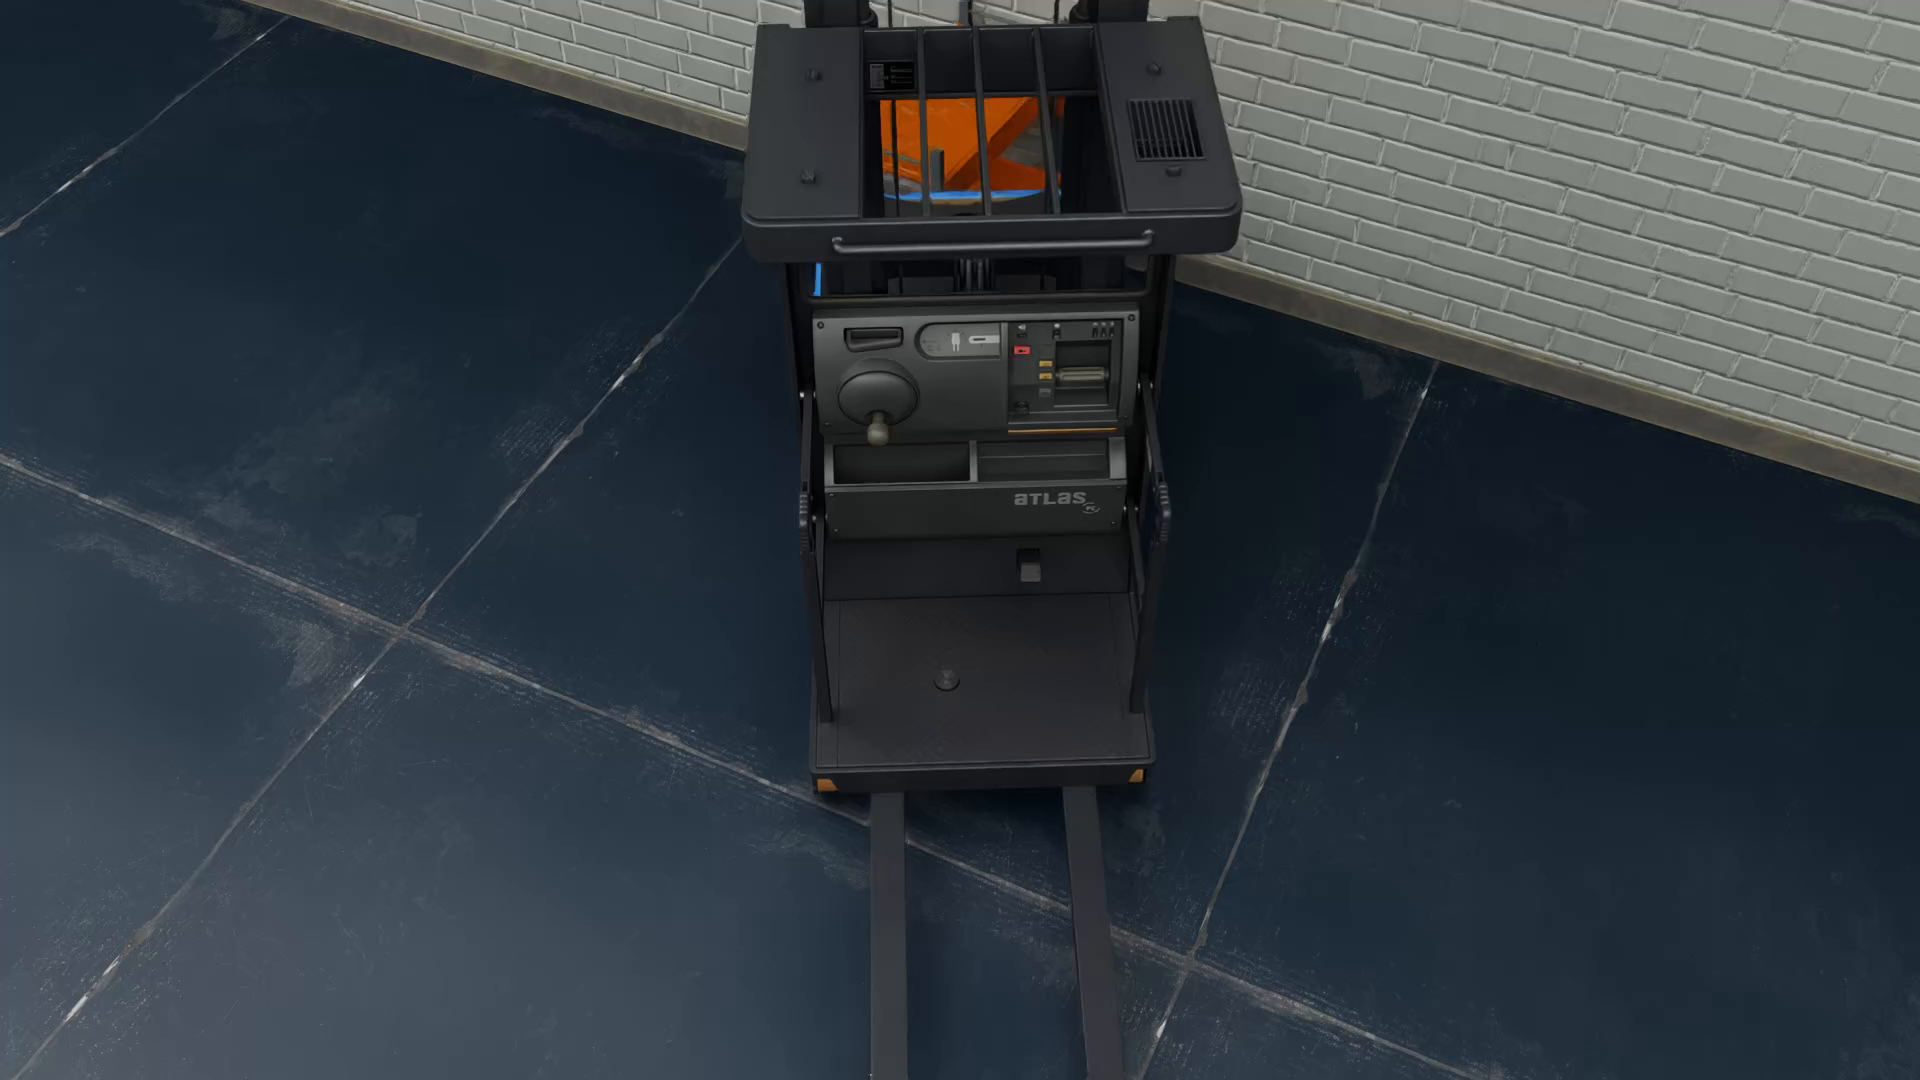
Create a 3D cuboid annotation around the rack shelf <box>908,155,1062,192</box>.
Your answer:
[{"bbox_3d":[-0.027,-1.231,6.842,0.538,0.278,1.000,22,51,20],"label":"rack shelf"}]

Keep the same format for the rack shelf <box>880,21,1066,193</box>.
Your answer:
[{"bbox_3d":[-0.030,-1.601,6.451,0.538,0.278,1.000,22,51,20],"label":"rack shelf"}]

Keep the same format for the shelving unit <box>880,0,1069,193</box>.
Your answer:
[{"bbox_3d":[-0.028,-1.400,6.664,0.538,1.125,1.048,22,51,20],"label":"shelving unit"}]

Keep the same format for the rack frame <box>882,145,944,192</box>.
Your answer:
[{"bbox_3d":[-0.279,-1.077,6.361,0.500,1.125,0.032,22,51,20],"label":"rack frame"}]

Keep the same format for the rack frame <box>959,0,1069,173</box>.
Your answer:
[{"bbox_3d":[0.222,-1.722,6.967,0.500,1.125,0.032,22,51,20],"label":"rack frame"}]

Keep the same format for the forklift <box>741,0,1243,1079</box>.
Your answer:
[{"bbox_3d":[0.057,-0.372,4.642,1.130,2.935,3.031,-2,50,-1],"label":"forklift"}]
